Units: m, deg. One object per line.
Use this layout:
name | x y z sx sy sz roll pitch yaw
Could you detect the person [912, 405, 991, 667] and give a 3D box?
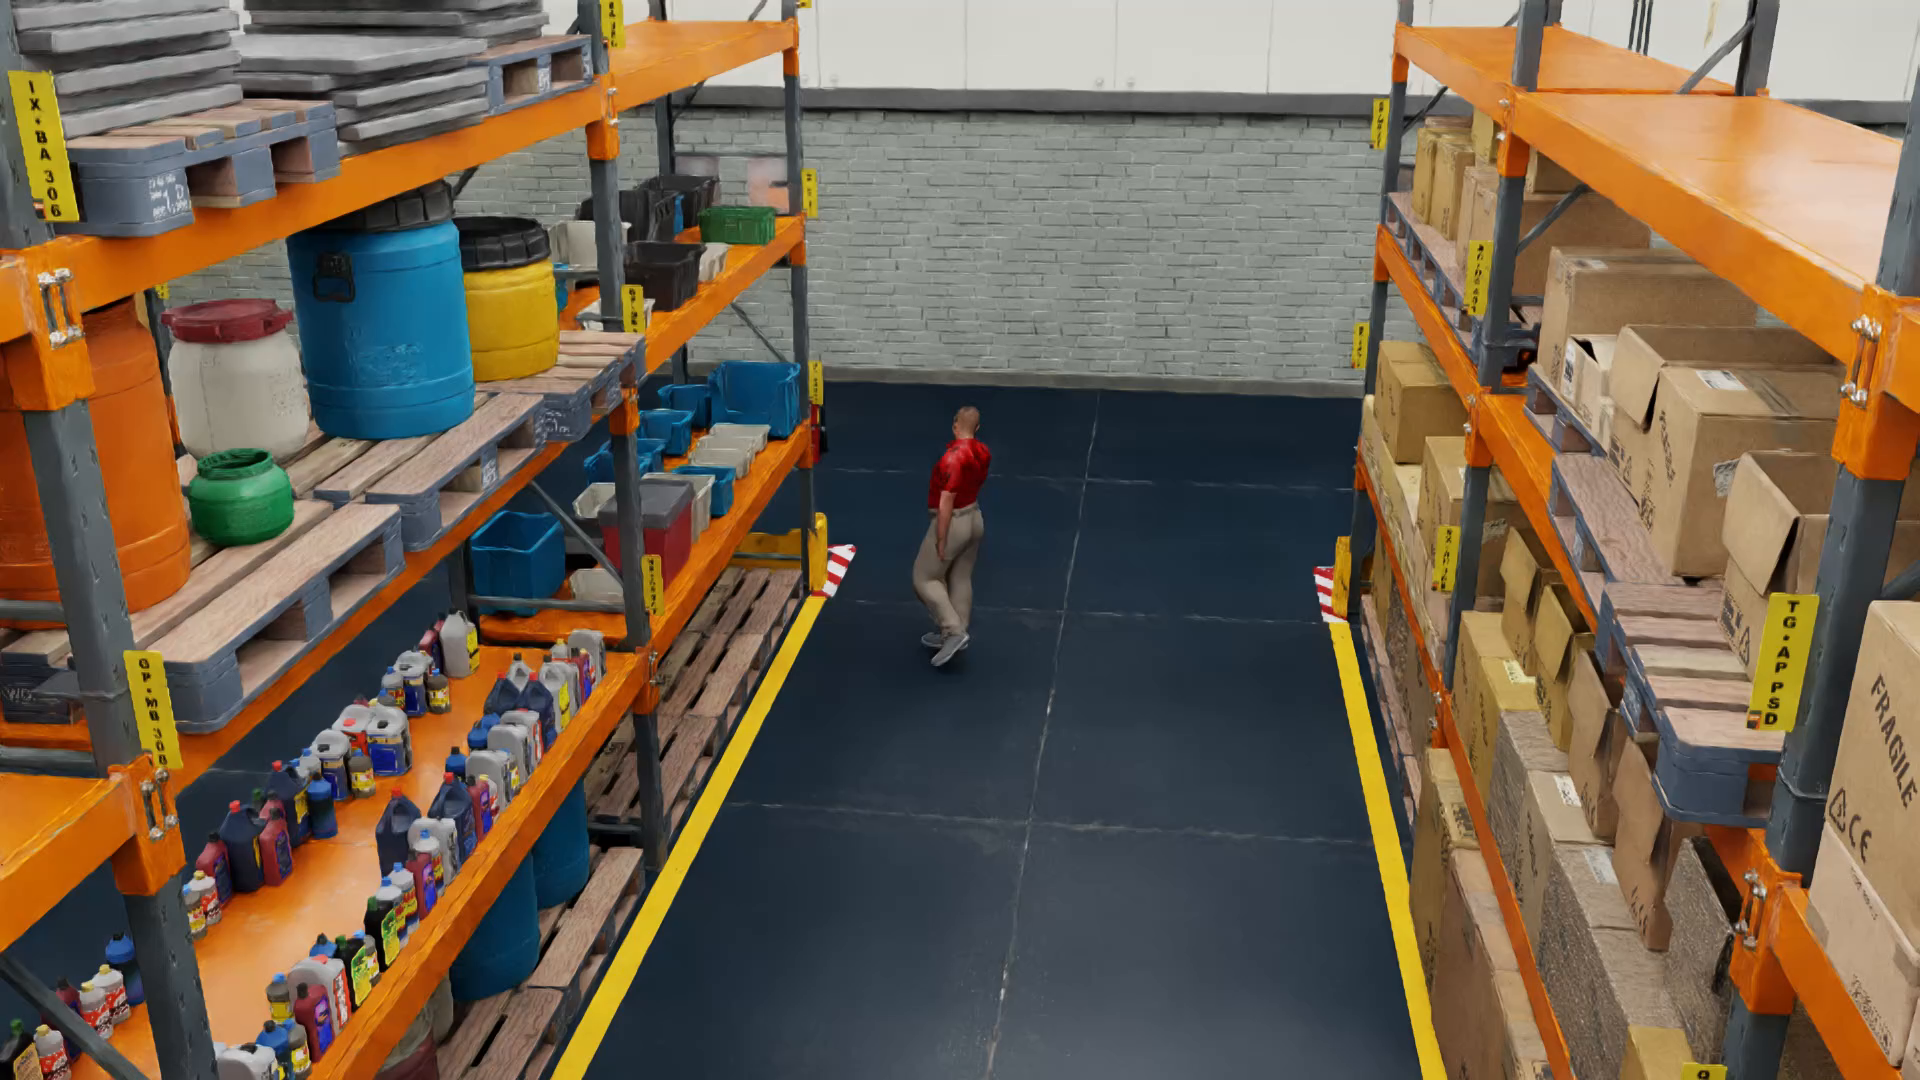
person | -0.046 -0.047 11.251 0.445 1.738 0.648 12 24 28
